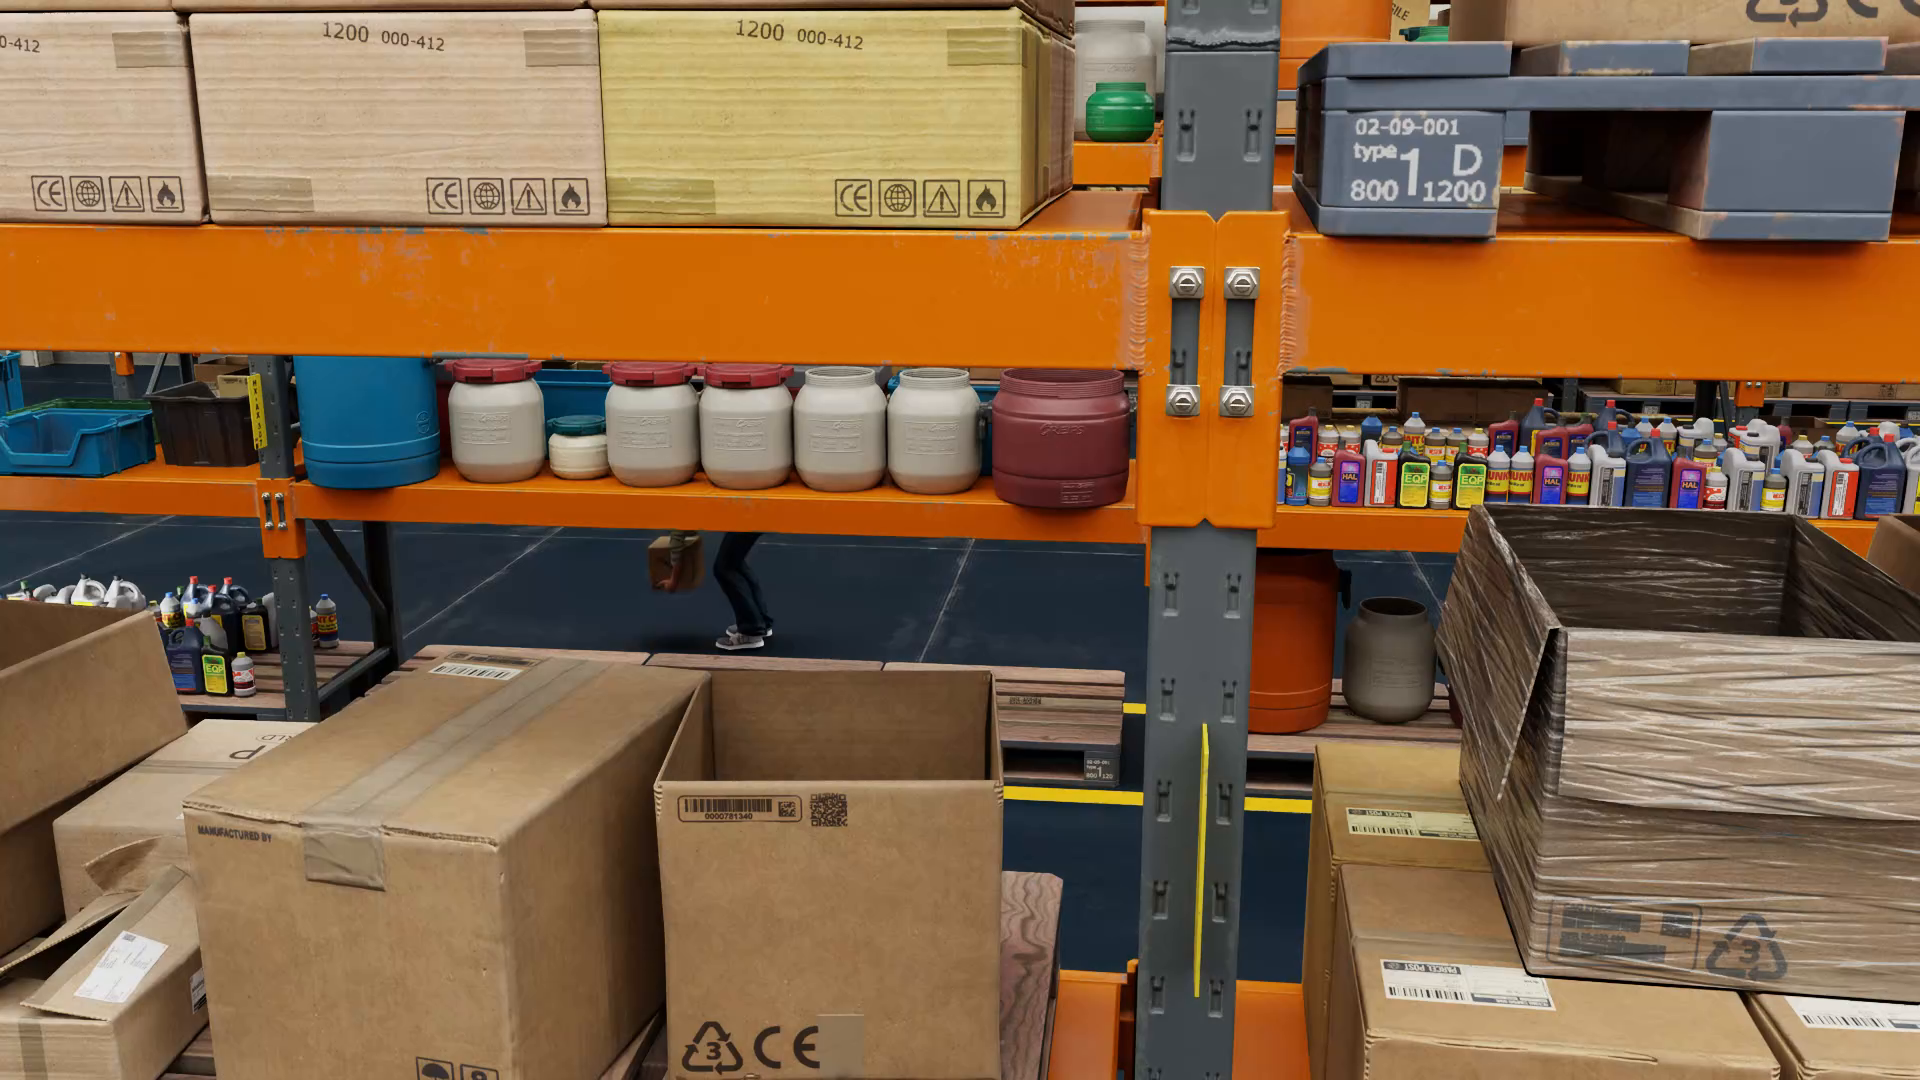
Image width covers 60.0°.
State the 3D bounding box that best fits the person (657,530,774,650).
[{"bbox_3d":[-1.422,0.073,9.347,0.864,1.047,0.390,1,15,5],"label":"person"}]
